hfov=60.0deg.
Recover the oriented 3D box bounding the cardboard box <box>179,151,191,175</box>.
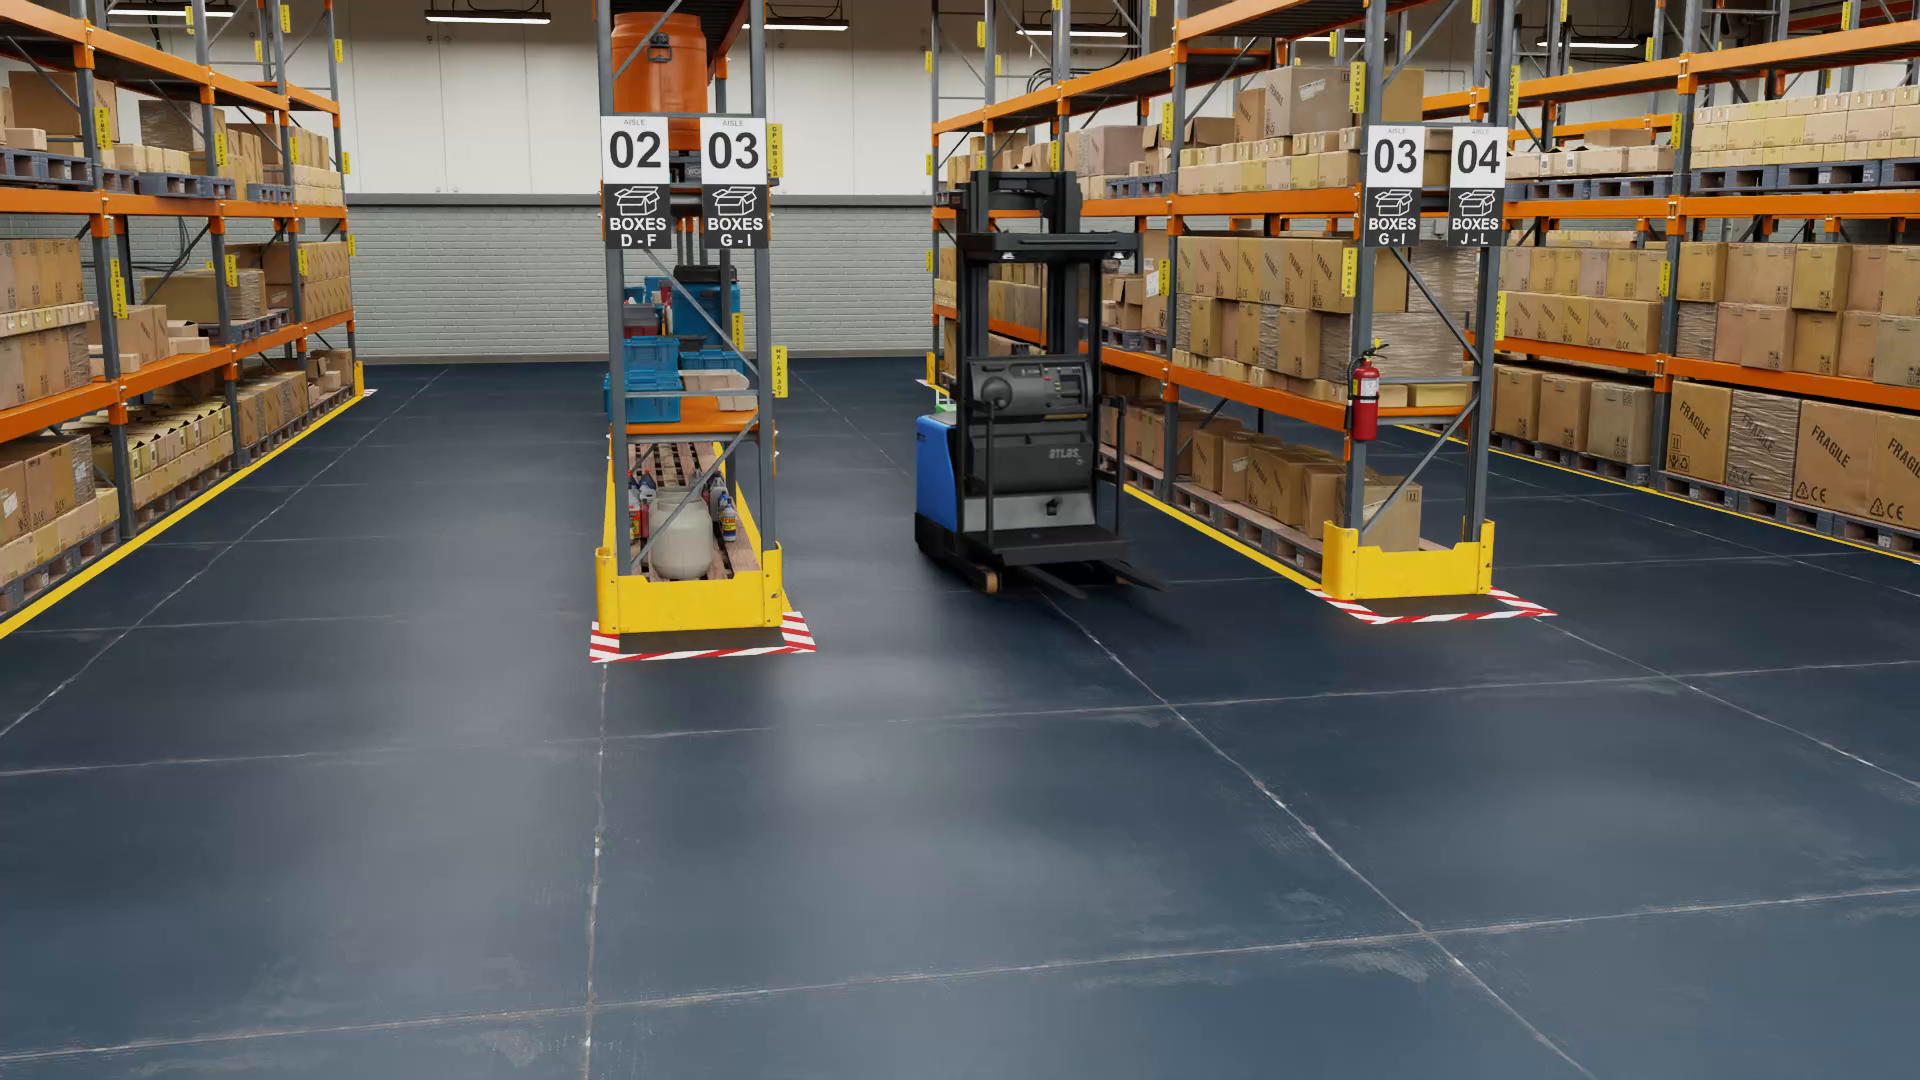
[{"bbox_3d":[-7.960,-3.727,16.509,0.500,0.250,0.500,-3,11,-15],"label":"cardboard box"}]

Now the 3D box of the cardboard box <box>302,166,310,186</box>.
[{"bbox_3d":[-8.831,-4.771,21.780,0.500,0.250,0.500,-2,11,-11],"label":"cardboard box"}]

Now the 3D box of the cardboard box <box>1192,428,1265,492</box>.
[{"bbox_3d":[2.431,-0.731,15.078,0.500,0.500,0.500,-2,11,-13],"label":"cardboard box"}]

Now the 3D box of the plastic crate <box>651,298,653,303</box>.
[{"bbox_3d":[-4.421,-3.552,24.879,0.396,0.136,0.243,-2,11,-11],"label":"plastic crate"}]

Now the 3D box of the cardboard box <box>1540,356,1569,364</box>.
[{"bbox_3d":[10.192,-3.052,27.436,0.875,0.438,0.875,-2,11,-9],"label":"cardboard box"}]

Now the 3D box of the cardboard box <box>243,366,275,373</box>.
[{"bbox_3d":[-9.270,-2.018,21.783,0.500,0.500,0.500,-2,11,-11],"label":"cardboard box"}]

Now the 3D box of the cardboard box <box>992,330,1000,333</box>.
[{"bbox_3d":[0.787,-2.581,23.796,0.875,0.875,0.875,-2,11,-11],"label":"cardboard box"}]

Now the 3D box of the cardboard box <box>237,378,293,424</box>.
[{"bbox_3d":[-8.319,-1.660,19.907,0.500,0.500,0.500,-2,11,-10],"label":"cardboard box"}]

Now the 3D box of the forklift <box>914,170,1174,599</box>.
[{"bbox_3d":[0.589,-1.140,11.849,1.130,2.935,3.031,-4,11,-18],"label":"forklift"}]

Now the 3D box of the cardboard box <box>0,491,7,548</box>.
[{"bbox_3d":[-6.533,-0.156,10.721,0.500,0.500,0.500,-2,11,-11],"label":"cardboard box"}]

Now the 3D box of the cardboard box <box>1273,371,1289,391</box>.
[{"bbox_3d":[2.653,-1.244,12.882,0.380,0.149,0.250,-2,11,-11],"label":"cardboard box"}]

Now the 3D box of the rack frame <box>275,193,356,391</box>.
[{"bbox_3d":[-9.659,-3.669,24.950,1.000,3.000,0.127,-2,11,-11],"label":"rack frame"}]

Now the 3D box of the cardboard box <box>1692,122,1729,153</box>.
[{"bbox_3d":[7.098,-3.691,15.259,0.500,0.250,0.500,-2,11,-11],"label":"cardboard box"}]

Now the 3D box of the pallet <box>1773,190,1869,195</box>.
[{"bbox_3d":[11.158,-4.419,21.372,1.213,0.211,1.003,-2,11,-8],"label":"pallet"}]

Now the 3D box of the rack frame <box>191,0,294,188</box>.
[{"bbox_3d":[-8.881,-5.882,20.535,1.000,3.000,0.127,-2,11,-11],"label":"rack frame"}]

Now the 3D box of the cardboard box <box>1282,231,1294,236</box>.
[{"bbox_3d":[5.173,-4.408,25.099,0.500,0.500,0.500,-2,11,-10],"label":"cardboard box"}]

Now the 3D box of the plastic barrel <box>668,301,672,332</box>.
[{"bbox_3d":[-2.579,-2.032,15.988,0.433,0.535,0.433,0,11,0],"label":"plastic barrel"}]

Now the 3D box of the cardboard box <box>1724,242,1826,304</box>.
[{"bbox_3d":[7.536,-2.428,15.142,0.875,0.550,0.550,-2,11,-11],"label":"cardboard box"}]

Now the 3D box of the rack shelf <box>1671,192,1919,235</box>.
[{"bbox_3d":[7.666,-2.743,13.986,1.077,0.370,4.000,-2,11,-11],"label":"rack shelf"}]

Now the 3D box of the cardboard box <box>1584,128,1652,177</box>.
[{"bbox_3d":[7.112,-4.193,18.021,0.500,0.500,0.500,-2,11,-11],"label":"cardboard box"}]

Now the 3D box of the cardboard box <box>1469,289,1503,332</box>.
[{"bbox_3d":[6.322,-2.680,19.487,0.500,0.500,0.500,-2,11,-10],"label":"cardboard box"}]

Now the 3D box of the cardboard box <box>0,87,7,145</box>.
[{"bbox_3d":[-6.602,-2.847,10.843,0.500,0.500,0.500,-2,11,-11],"label":"cardboard box"}]

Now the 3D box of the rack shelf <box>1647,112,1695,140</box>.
[{"bbox_3d":[10.946,-5.686,22.495,1.077,0.370,4.000,-2,11,-11],"label":"rack shelf"}]

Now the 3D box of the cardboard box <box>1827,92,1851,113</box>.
[{"bbox_3d":[7.360,-3.582,13.621,0.380,0.149,0.250,-2,11,-11],"label":"cardboard box"}]

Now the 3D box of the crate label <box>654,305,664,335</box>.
[{"bbox_3d":[-3.316,-2.206,17.172,0.502,0.435,0.616,-2,11,-11],"label":"crate label"}]

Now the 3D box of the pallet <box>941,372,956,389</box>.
[{"bbox_3d":[0.291,-2.515,26.345,1.003,0.211,1.213,-2,11,-11],"label":"pallet"}]

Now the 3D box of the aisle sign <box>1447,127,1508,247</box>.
[{"bbox_3d":[3.477,-2.371,11.176,0.394,0.787,0.004,-2,11,-11],"label":"aisle sign"}]

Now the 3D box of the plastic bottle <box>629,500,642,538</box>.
[{"bbox_3d":[-2.497,-0.160,12.623,0.152,0.276,0.135,-2,11,-11],"label":"plastic bottle"}]

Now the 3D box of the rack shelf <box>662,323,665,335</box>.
[{"bbox_3d":[-3.633,-2.395,20.179,1.077,0.370,4.000,-2,11,-11],"label":"rack shelf"}]

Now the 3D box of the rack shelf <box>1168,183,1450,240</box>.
[{"bbox_3d":[2.782,-2.581,13.136,1.077,0.370,4.000,-2,11,-11],"label":"rack shelf"}]

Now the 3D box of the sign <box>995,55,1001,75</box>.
[{"bbox_3d":[0.594,-7.490,26.274,0.100,0.325,0.005,-2,11,-11],"label":"sign"}]

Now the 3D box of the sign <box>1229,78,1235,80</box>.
[{"bbox_3d":[4.411,-7.615,26.930,0.100,0.325,0.005,-2,11,-11],"label":"sign"}]

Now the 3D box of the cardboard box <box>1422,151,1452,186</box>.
[{"bbox_3d":[3.330,-2.592,11.669,0.500,0.250,0.500,-2,11,-9],"label":"cardboard box"}]

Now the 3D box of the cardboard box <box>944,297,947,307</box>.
[{"bbox_3d":[-0.043,-3.686,25.713,0.380,0.149,0.250,-2,11,-12],"label":"cardboard box"}]

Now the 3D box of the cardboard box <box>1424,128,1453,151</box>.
[{"bbox_3d":[3.344,-2.749,11.428,0.380,0.149,0.250,-2,11,-11],"label":"cardboard box"}]

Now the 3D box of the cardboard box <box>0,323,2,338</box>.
[{"bbox_3d":[-6.665,-1.418,11.123,0.380,0.149,0.250,-2,11,-12],"label":"cardboard box"}]

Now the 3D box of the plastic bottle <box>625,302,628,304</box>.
[{"bbox_3d":[-3.953,-2.656,19.760,0.144,0.351,0.185,-2,11,-11],"label":"plastic bottle"}]

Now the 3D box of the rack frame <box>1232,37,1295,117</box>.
[{"bbox_3d":[4.943,-7.137,27.129,1.000,3.000,0.127,-2,11,-11],"label":"rack frame"}]

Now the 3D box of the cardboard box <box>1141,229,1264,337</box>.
[{"bbox_3d":[2.375,-2.479,15.973,1.000,1.000,1.000,-2,11,-11],"label":"cardboard box"}]

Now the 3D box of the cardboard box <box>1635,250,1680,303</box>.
[{"bbox_3d":[7.175,-2.621,16.501,0.700,0.500,0.500,-2,11,-12],"label":"cardboard box"}]

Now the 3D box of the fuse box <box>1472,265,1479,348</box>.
[{"bbox_3d":[10.749,-4.839,34.543,0.539,1.711,0.414,-2,11,-11],"label":"fuse box"}]

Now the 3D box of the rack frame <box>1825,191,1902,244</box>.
[{"bbox_3d":[11.335,-2.922,21.024,1.000,3.000,0.127,-2,11,-11],"label":"rack frame"}]

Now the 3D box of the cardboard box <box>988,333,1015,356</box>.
[{"bbox_3d":[0.981,-2.341,22.532,1.225,0.875,0.875,-2,11,-11],"label":"cardboard box"}]

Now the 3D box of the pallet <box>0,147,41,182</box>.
[{"bbox_3d":[-6.900,-2.519,11.125,1.003,0.211,1.213,-2,11,-11],"label":"pallet"}]

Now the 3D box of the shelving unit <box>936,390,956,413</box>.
[{"bbox_3d":[-0.032,-0.620,13.744,0.258,1.200,0.503,-2,11,-11],"label":"shelving unit"}]

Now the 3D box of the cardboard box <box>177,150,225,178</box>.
[{"bbox_3d":[-8.221,-3.803,17.366,0.910,0.500,0.500,-2,11,-11],"label":"cardboard box"}]

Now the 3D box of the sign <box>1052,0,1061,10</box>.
[{"bbox_3d":[1.071,-6.024,18.358,0.100,0.325,0.005,-2,11,-11],"label":"sign"}]

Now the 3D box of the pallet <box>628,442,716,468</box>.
[{"bbox_3d":[-3.131,-0.868,17.691,1.003,0.211,1.213,-2,11,-11],"label":"pallet"}]

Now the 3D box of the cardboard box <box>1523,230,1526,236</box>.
[{"bbox_3d":[9.698,-5.127,27.935,0.380,0.149,0.250,-2,11,-10],"label":"cardboard box"}]

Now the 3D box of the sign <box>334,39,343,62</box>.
[{"bbox_3d":[-9.111,-7.169,24.374,0.100,0.325,0.005,-2,11,-11],"label":"sign"}]

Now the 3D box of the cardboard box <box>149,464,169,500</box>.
[{"bbox_3d":[-7.259,-0.500,14.534,0.500,0.250,0.500,-2,11,-10],"label":"cardboard box"}]

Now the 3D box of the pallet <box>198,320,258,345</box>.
[{"bbox_3d":[-8.304,-2.229,17.899,1.213,0.211,1.003,-2,11,-11],"label":"pallet"}]

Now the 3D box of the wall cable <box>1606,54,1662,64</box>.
[{"bbox_3d":[14.806,-11.331,34.287,2.988,3.039,0.133,-2,11,-11],"label":"wall cable"}]

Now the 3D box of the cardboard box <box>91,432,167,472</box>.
[{"bbox_3d":[-7.254,-0.776,14.482,0.500,0.311,0.500,-2,11,-12],"label":"cardboard box"}]

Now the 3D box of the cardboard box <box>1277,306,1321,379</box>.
[{"bbox_3d":[2.876,-1.478,12.379,0.875,0.500,0.500,-2,11,-11],"label":"cardboard box"}]
